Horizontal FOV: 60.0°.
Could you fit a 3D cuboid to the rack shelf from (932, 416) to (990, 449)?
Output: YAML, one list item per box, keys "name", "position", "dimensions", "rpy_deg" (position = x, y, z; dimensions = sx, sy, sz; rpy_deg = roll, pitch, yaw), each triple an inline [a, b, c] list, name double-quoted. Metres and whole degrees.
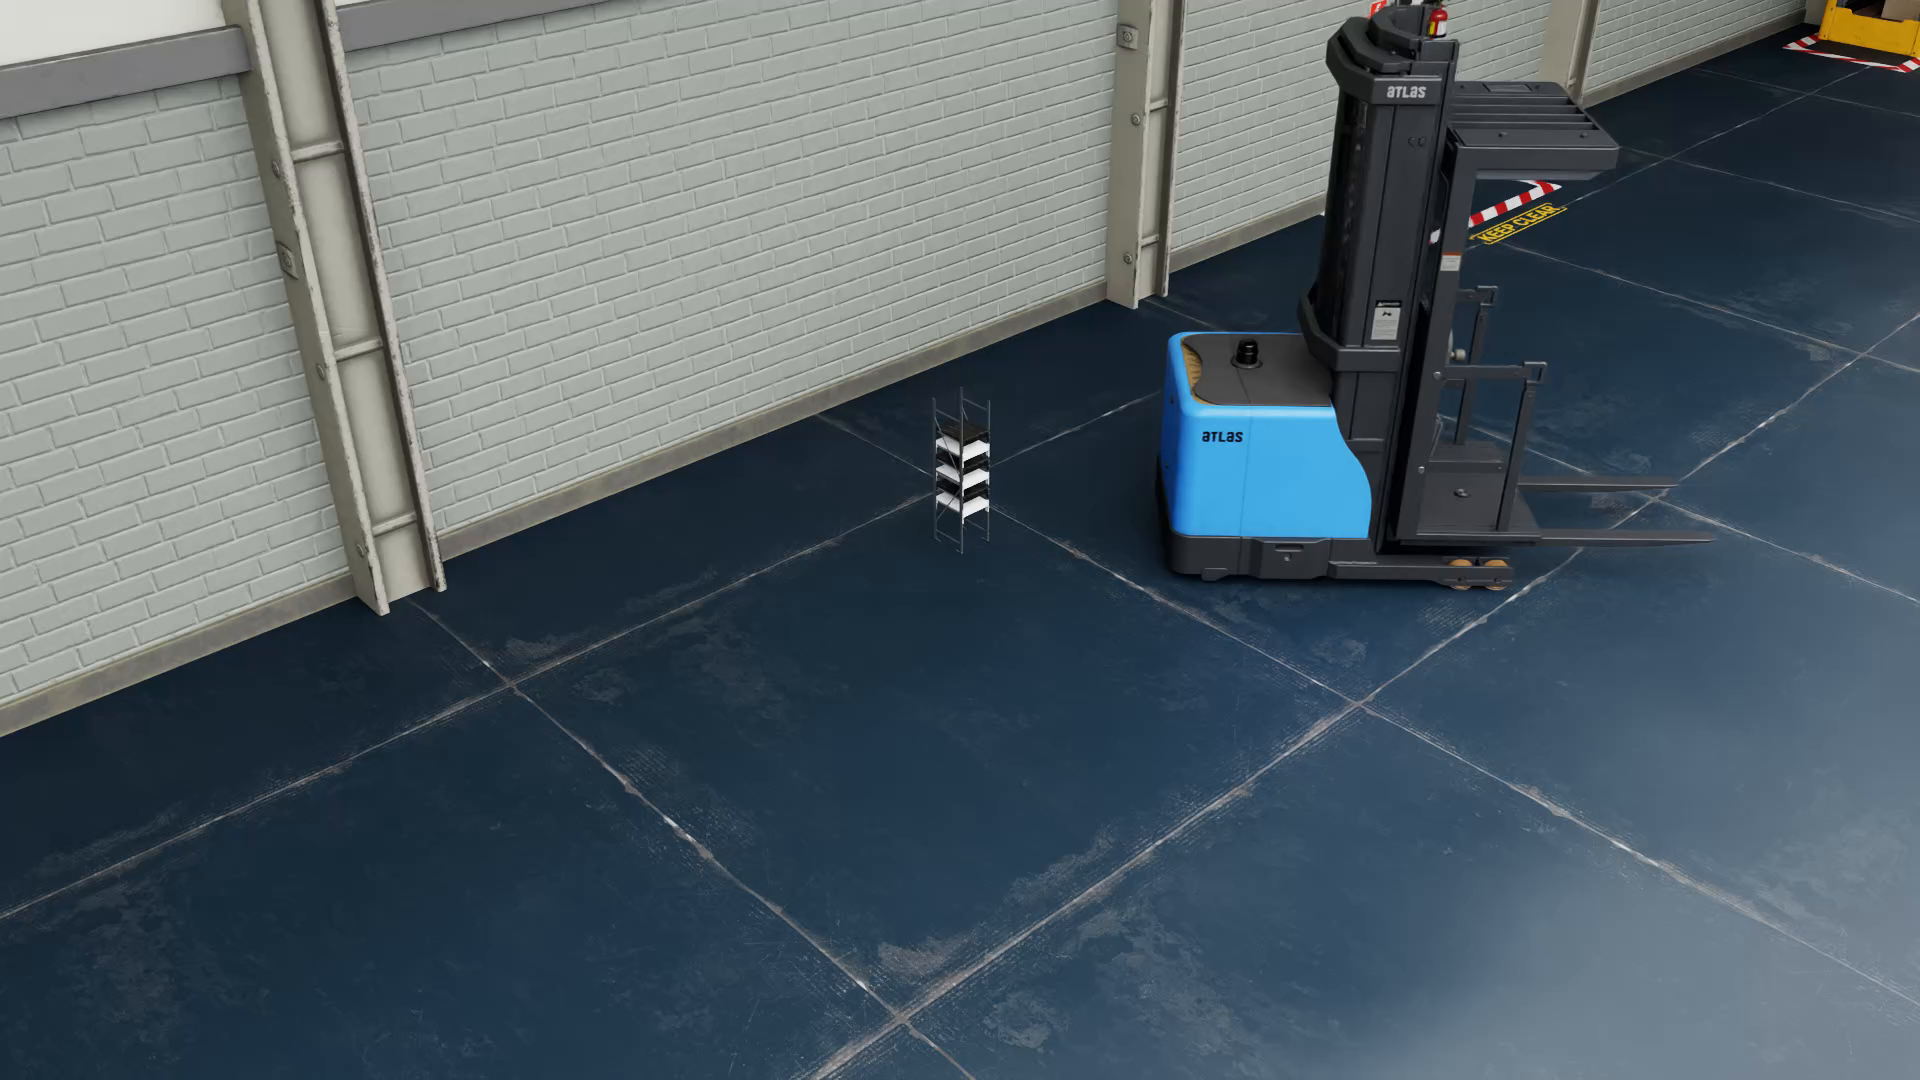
- name: "rack shelf"
  position: [0.006, -0.589, 9.231]
  dimensions: [0.200, 0.077, 0.258]
  rpy_deg: [-26, 40, -35]

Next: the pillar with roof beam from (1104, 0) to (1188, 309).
- name: "pillar with roof beam"
  position: [4.259, -4.042, 7.568]
  dimensions: [0.400, 9.000, 9.100]
  rpy_deg: [-26, 40, -35]

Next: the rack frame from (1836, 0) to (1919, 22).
- name: "rack frame"
  position: [10.206, -6.806, 17.840]
  dimensions: [0.127, 3.000, 1.000]
  rpy_deg: [-26, 40, -35]

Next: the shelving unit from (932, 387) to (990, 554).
- name: "shelving unit"
  position: [0.006, -0.387, 9.354]
  dimensions: [0.210, 0.900, 0.258]
  rpy_deg: [-26, 40, -35]

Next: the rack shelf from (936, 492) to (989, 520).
- name: "rack shelf"
  position: [0.006, -0.205, 9.466]
  dimensions: [0.200, 0.077, 0.258]
  rpy_deg: [-26, 40, -35]

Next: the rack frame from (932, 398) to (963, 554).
- name: "rack frame"
  position: [-0.069, -0.351, 9.295]
  dimensions: [0.006, 0.900, 0.240]
  rpy_deg: [-26, 40, -35]

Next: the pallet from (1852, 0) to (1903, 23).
- name: "pallet"
  position: [10.881, -5.918, 19.061]
  dimensions: [1.213, 0.211, 1.003]
  rpy_deg: [-26, 40, -35]

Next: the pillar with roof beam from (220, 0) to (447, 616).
- name: "pillar with roof beam"
  position: [-0.141, -1.914, 4.088]
  dimensions: [0.400, 9.000, 9.100]
  rpy_deg: [-26, 40, -35]

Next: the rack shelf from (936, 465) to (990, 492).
- name: "rack shelf"
  position: [0.006, -0.358, 9.372]
  dimensions: [0.200, 0.077, 0.258]
  rpy_deg: [-26, 40, -35]

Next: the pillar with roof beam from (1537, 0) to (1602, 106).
- name: "pillar with roof beam"
  position: [8.658, -6.170, 11.049]
  dimensions: [0.400, 9.000, 9.100]
  rpy_deg: [-26, 40, -35]

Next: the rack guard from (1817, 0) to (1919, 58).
- name: "rack guard"
  position: [10.262, -5.767, 18.536]
  dimensions: [0.348, 0.500, 1.175]
  rpy_deg: [-26, 40, -35]

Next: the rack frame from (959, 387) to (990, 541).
- name: "rack frame"
  position: [0.081, -0.423, 9.413]
  dimensions: [0.006, 0.900, 0.240]
  rpy_deg: [-26, 40, -35]

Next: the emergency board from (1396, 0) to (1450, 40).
- name: "emergency board"
  position: [3.893, -4.395, 13.897]
  dimensions: [0.643, 1.169, 0.194]
  rpy_deg: [-26, 40, -35]

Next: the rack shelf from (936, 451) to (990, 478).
- name: "rack shelf"
  position: [0.006, -0.435, 9.325]
  dimensions: [0.200, 0.077, 0.258]
  rpy_deg: [-26, 40, -35]

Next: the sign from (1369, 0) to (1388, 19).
- name: "sign"
  position: [3.418, -4.254, 13.632]
  dimensions: [0.234, 0.329, 0.001]
  rpy_deg: [-26, 40, -35]

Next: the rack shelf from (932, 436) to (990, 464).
- name: "rack shelf"
  position: [0.006, -0.512, 9.278]
  dimensions: [0.200, 0.077, 0.258]
  rpy_deg: [-26, 40, -35]

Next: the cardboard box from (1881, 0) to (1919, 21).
- name: "cardboard box"
  position: [10.774, -6.058, 18.772]
  dimensions: [0.500, 0.311, 0.500]
  rpy_deg: [24, 39, 34]

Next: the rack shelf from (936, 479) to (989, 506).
- name: "rack shelf"
  position: [0.006, -0.282, 9.419]
  dimensions: [0.200, 0.077, 0.258]
  rpy_deg: [-26, 40, -35]

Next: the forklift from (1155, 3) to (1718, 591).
- name: "forklift"
  position: [2.672, -1.256, 8.829]
  dimensions: [3.031, 2.935, 1.130]
  rpy_deg: [1, 31, 1]

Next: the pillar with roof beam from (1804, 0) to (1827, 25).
- name: "pillar with roof beam"
  position: [13.058, -8.298, 14.529]
  dimensions: [0.400, 9.000, 9.100]
  rpy_deg: [-26, 40, -35]
